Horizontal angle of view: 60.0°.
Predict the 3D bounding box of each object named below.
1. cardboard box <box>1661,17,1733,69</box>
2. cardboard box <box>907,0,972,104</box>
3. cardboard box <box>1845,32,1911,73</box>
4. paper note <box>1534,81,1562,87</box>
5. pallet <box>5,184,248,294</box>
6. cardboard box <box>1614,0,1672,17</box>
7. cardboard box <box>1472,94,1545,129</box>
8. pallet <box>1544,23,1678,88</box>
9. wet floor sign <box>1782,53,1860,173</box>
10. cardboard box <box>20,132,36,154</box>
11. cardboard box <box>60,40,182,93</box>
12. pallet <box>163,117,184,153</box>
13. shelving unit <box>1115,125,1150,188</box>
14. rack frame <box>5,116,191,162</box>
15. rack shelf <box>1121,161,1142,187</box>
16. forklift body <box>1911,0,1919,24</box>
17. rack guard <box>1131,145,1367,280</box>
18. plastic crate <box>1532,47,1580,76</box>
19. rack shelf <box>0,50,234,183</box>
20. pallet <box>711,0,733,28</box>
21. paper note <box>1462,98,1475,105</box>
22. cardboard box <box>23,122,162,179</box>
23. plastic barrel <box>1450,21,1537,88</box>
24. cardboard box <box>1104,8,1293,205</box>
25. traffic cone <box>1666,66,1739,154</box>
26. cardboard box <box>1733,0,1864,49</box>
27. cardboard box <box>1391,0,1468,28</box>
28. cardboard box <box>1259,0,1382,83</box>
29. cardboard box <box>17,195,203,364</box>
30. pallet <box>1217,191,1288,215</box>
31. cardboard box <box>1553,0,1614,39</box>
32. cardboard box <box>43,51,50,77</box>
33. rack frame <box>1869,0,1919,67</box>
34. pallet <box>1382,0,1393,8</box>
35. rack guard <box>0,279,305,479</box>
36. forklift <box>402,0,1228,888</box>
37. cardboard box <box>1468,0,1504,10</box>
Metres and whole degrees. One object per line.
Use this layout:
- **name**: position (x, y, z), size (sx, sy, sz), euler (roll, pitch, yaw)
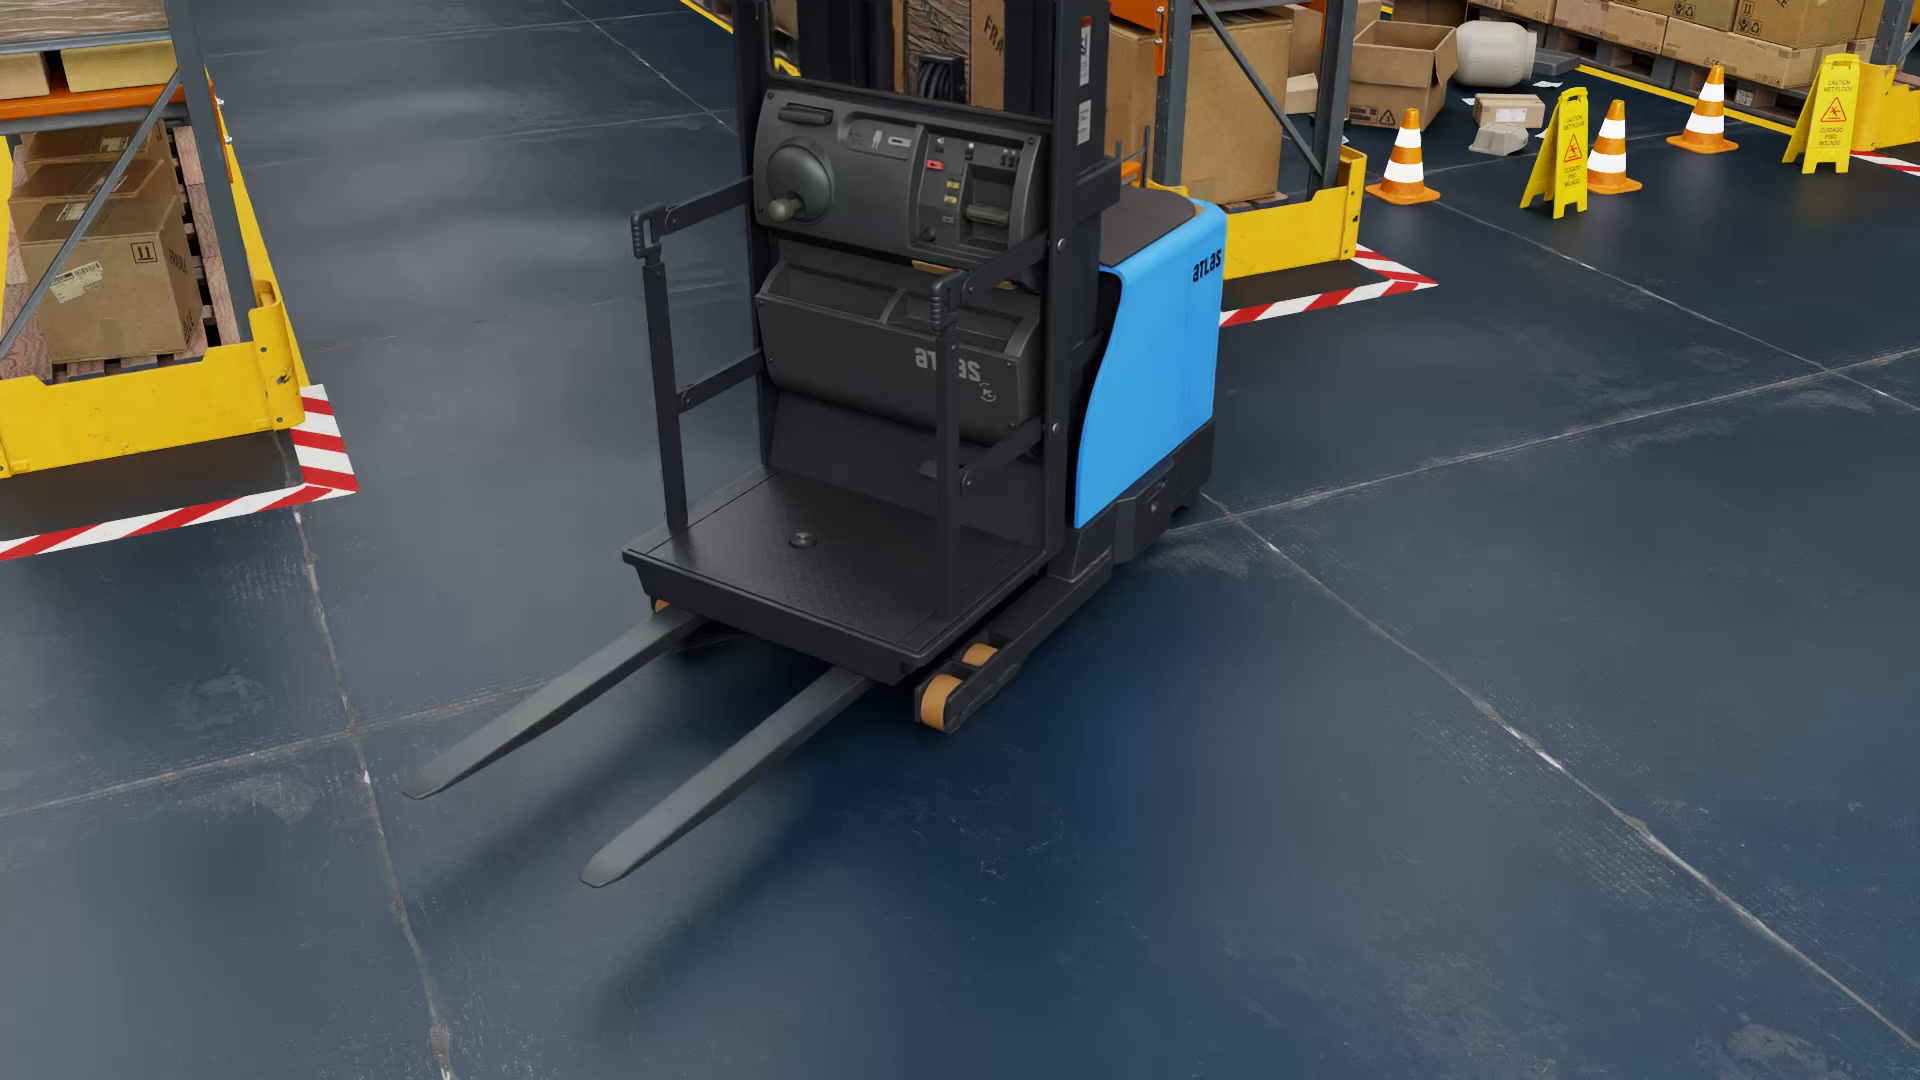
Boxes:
- **cardboard box**: position (5.000, -3.279, 10.913), size (0.500, 0.250, 0.500), euler (-13, 32, -22)
- **cardboard box**: position (0.258, -3.014, 9.800), size (0.875, 0.875, 0.875), euler (-13, 32, -22)
- **cardboard box**: position (5.708, -3.162, 10.705), size (0.500, 0.250, 0.500), euler (-13, 32, -22)
- **paper note**: position (3.960, -3.075, 11.202), size (0.148, 0.019, 0.142), euler (26, 38, 38)
- **pallet**: position (-4.015, -1.405, 8.040), size (1.003, 0.211, 1.213), euler (-13, 32, -22)
- **cardboard box**: position (4.788, -3.828, 11.126), size (0.500, 0.500, 0.500), euler (-14, 32, -23)
- **cardboard box**: position (3.418, -2.675, 10.369), size (0.380, 0.149, 0.250), euler (2, 29, 4)
- **pallet**: position (4.936, -3.486, 11.751), size (1.003, 0.211, 1.213), euler (-13, 32, -22)
- **wet floor sign**: position (4.920, -2.429, 9.421), size (0.267, 0.644, 0.232), euler (-3, 29, -5)
- **cardboard box**: position (-4.474, -2.107, 8.566), size (0.500, 0.500, 0.500), euler (-3, 29, -6)
- **cardboard box**: position (-3.053, -1.750, 6.060), size (0.380, 0.149, 0.250), euler (-13, 32, -22)
- **pallet**: position (-5.198, -2.578, 10.131), size (1.003, 0.211, 1.213), euler (-13, 32, -22)
- **shelving unit**: position (0.404, -0.975, 6.262), size (0.503, 1.200, 0.258), euler (17, 34, 28)
- **rack frame**: position (-4.863, -3.450, 8.836), size (1.000, 3.000, 0.127), euler (-13, 32, -22)
- **rack shelf**: position (0.404, -1.318, 6.070), size (0.480, 0.148, 0.258), euler (17, 34, 28)
- **forklift body**: position (7.825, -4.892, 12.276), size (2.313, 2.155, 1.214), euler (-13, 32, -22)
- **rack guard**: position (1.388, -1.579, 8.055), size (1.175, 0.500, 0.348), euler (-13, 32, -22)
- **plastic crate**: position (4.021, -3.392, 11.717), size (0.583, 0.080, 0.402), euler (26, 38, 38)
- **rack shelf**: position (-4.004, -2.253, 7.436), size (1.077, 0.370, 4.000), euler (-13, 32, -22)
- **pallet**: position (-1.267, -4.095, 12.838), size (1.003, 0.211, 1.213), euler (-13, 32, -22)
- **paper note**: position (3.372, -2.870, 10.849), size (0.148, 0.019, 0.142), euler (-3, 29, -5)
- **cardboard box**: position (-3.938, -1.593, 7.650), size (0.500, 0.500, 0.500), euler (-10, 31, -17)
- **plastic barrel**: position (3.551, -3.235, 11.086), size (0.512, 0.421, 0.421), euler (7, 30, 13)
- **cardboard box**: position (1.027, -2.222, 8.389), size (0.875, 0.875, 0.875), euler (-13, 32, -22)
- **traffic cone**: position (4.455, -2.577, 9.872), size (0.336, 0.463, 0.334), euler (-13, 32, -22)
- **cardboard box**: position (5.225, -3.374, 10.316), size (0.500, 0.500, 0.500), euler (-13, 32, -22)
- **cardboard box**: position (3.319, -3.683, 11.804), size (0.500, 0.500, 0.500), euler (7, 30, 13)
- **cardboard box**: position (2.355, -3.390, 11.142), size (0.797, 0.637, 0.503), euler (-13, 32, -22)
- **cardboard box**: position (-3.398, -1.056, 6.692), size (0.500, 0.500, 0.500), euler (-7, 30, -13)
- **pallet**: position (0.964, -1.801, 8.745), size (1.003, 0.211, 1.213), euler (-13, 32, -22)
- **cardboard box**: position (4.567, -3.730, 11.717), size (0.500, 0.250, 0.500), euler (-14, 32, -23)
- **cardboard box**: position (-3.561, -1.767, 6.091), size (0.380, 0.149, 0.250), euler (-13, 32, -22)
- **rack frame**: position (5.805, -3.764, 9.396), size (1.000, 3.000, 0.127), euler (-13, 32, -22)
- **pallet**: position (3.752, -4.658, 13.842), size (1.003, 0.211, 1.213), euler (-13, 32, -22)
- **rack guard**: position (-3.178, -0.627, 6.356), size (1.175, 0.500, 0.348), euler (-13, 32, -22)
- **forklift**: position (-0.306, -0.989, 4.517), size (1.130, 2.935, 3.031), euler (17, 34, 28)
- **cardboard box**: position (4.097, -4.198, 12.551), size (0.500, 0.250, 0.500), euler (-15, 32, -24)
